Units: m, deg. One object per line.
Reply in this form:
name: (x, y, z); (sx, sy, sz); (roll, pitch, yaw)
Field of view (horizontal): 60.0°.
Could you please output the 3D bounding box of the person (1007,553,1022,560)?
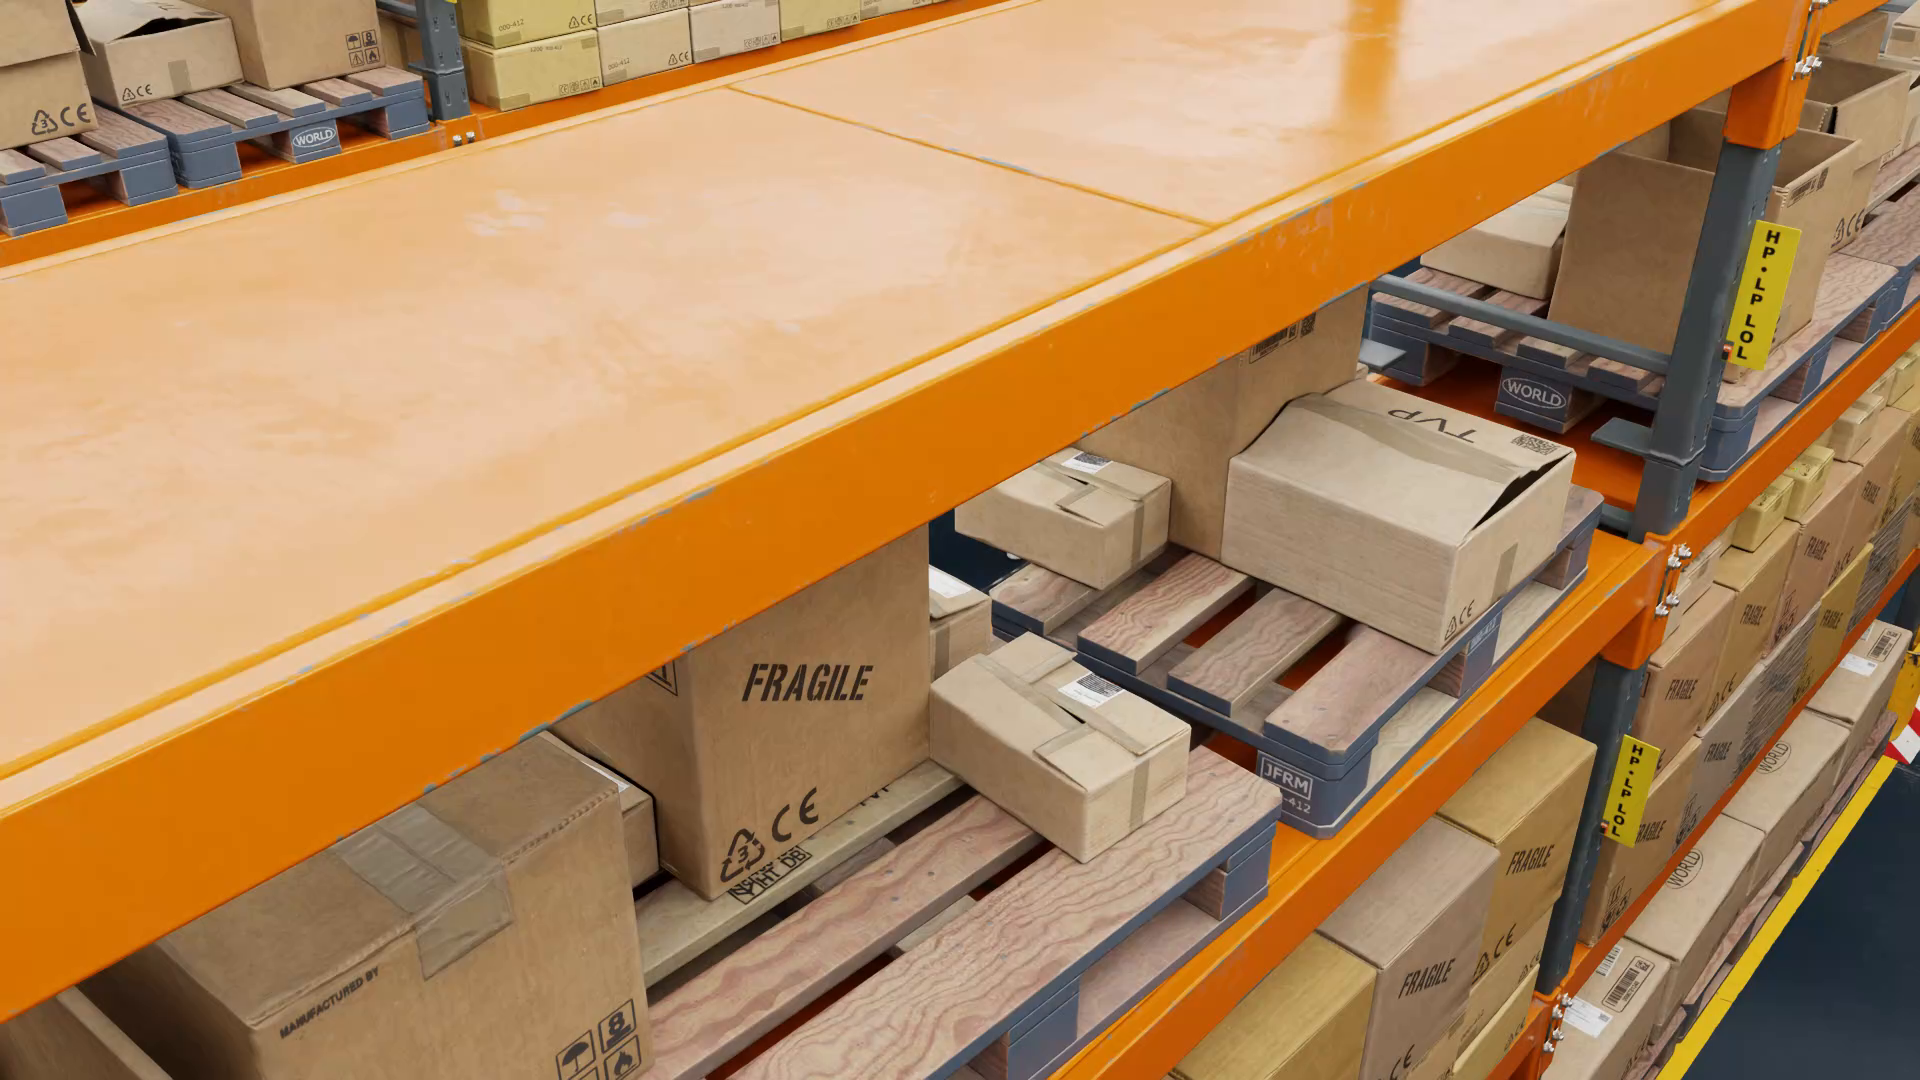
person: (0.442, -0.686, 8.794); (0.653, 1.774, 0.425); (21, 37, 31)
